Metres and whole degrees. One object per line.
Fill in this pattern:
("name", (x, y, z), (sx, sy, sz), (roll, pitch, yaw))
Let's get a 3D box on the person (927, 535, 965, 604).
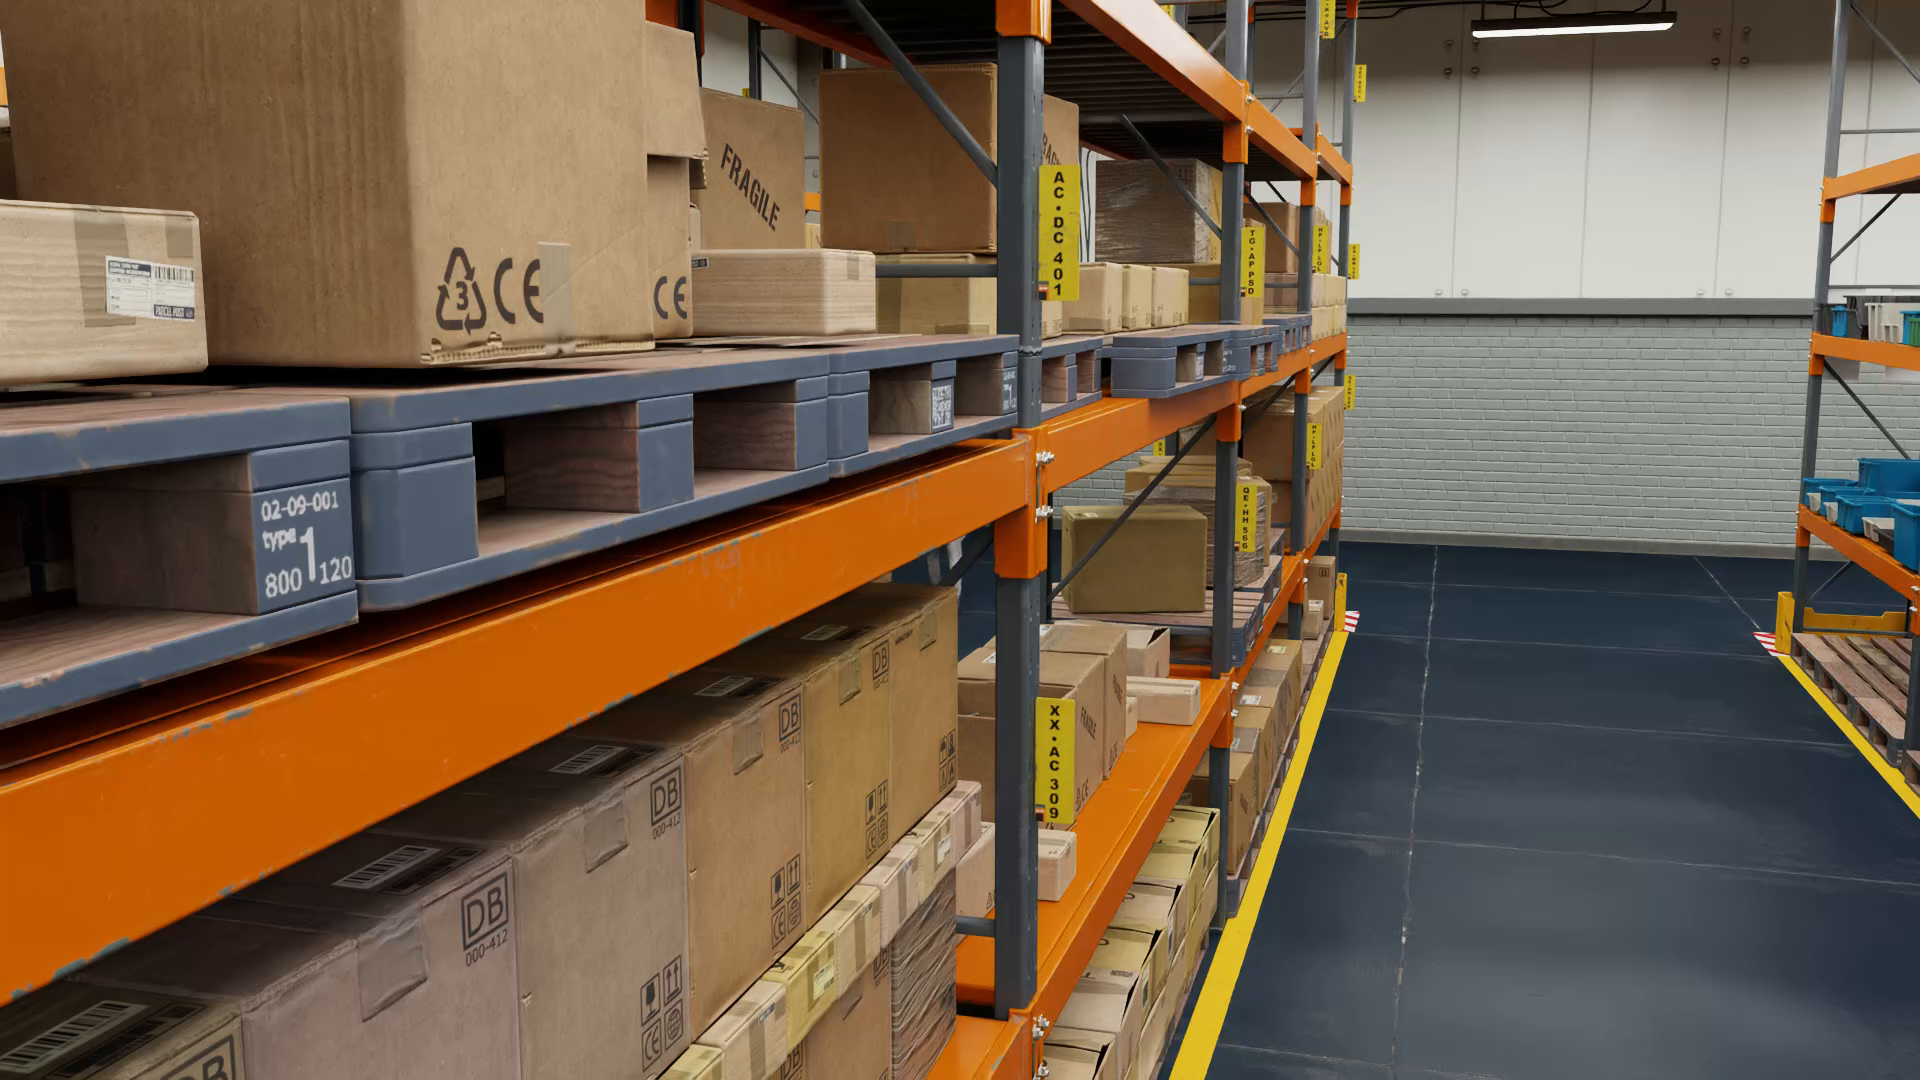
("person", (-0.153, -0.148, 16.851), (0.487, 1.628, 1.022), (-1, 8, -4))
